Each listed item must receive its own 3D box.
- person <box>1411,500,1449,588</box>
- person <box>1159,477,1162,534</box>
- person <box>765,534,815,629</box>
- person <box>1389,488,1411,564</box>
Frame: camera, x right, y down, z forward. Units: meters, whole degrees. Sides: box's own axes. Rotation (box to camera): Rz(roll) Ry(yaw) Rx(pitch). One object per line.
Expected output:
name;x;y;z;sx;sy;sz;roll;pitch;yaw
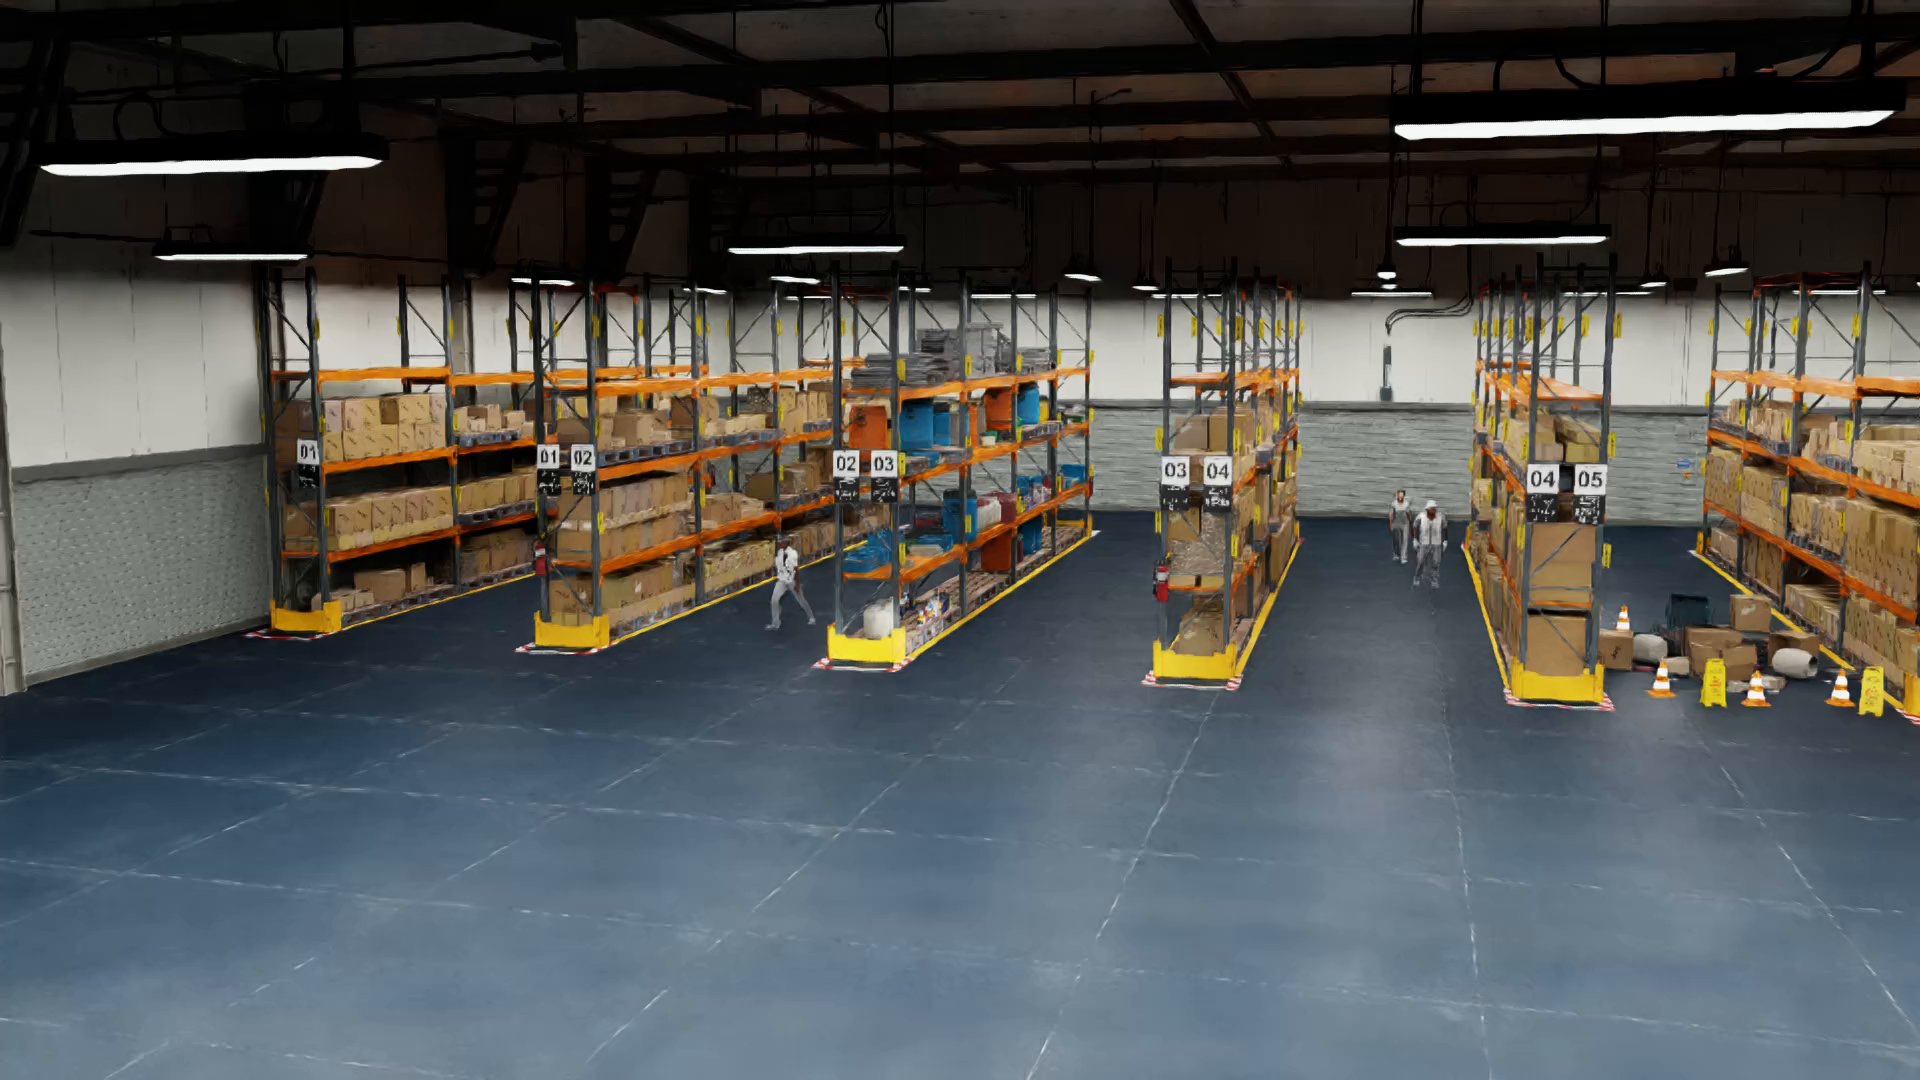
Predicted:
person;9.074;0.077;32.149;0.702;1.735;0.540;2;7;13
person;5.127;-0.980;40.656;0.555;1.673;1.029;2;7;14
person;-2.829;0.672;27.857;0.505;1.610;0.939;5;9;36
person;9.427;-0.320;35.663;0.446;1.586;1.110;2;8;17
